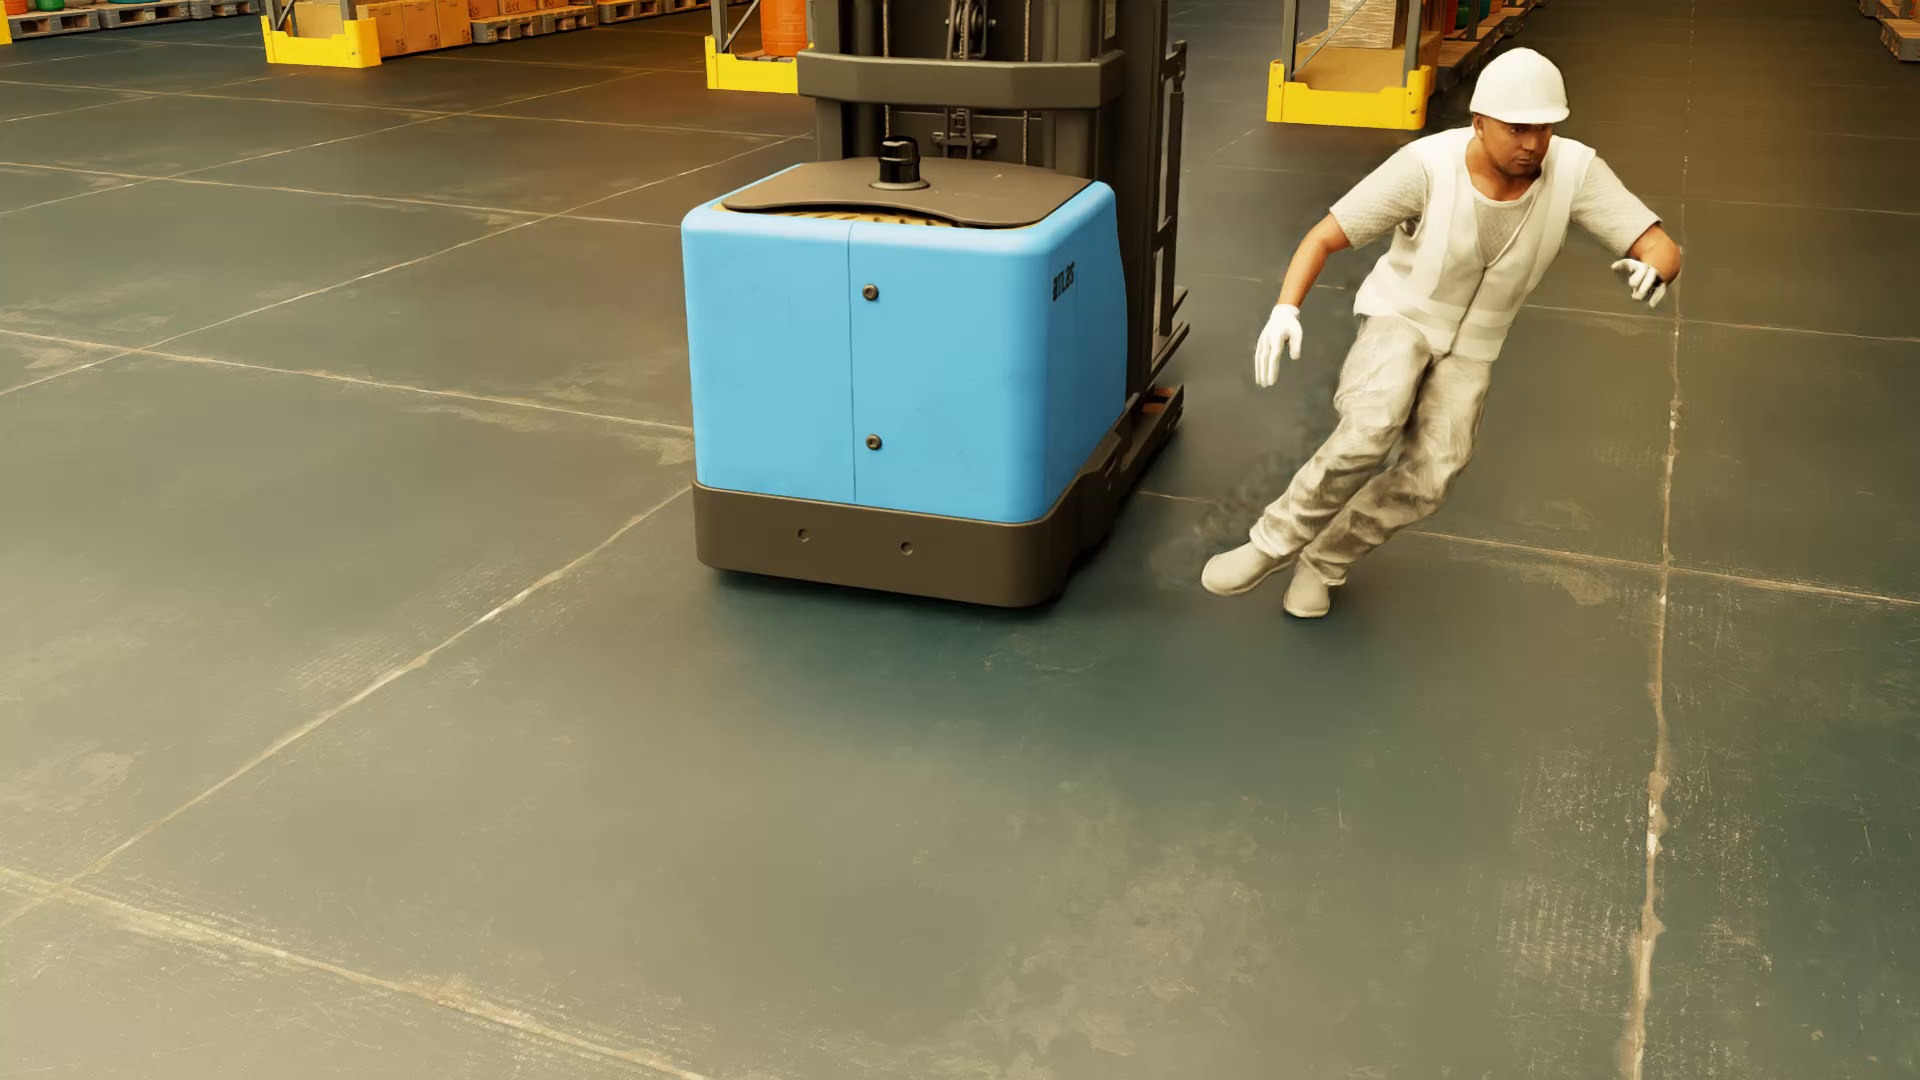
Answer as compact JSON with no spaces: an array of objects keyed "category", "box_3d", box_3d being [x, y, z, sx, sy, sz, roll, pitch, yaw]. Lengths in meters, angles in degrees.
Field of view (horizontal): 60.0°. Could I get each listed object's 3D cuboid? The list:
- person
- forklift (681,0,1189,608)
[{"category":"person","box_3d":[1.199,-0.455,4.221,1.085,1.530,0.946,-3,23,-7]},{"category":"forklift","box_3d":[0.179,-1.711,5.385,1.130,2.935,3.031,7,24,16]}]
